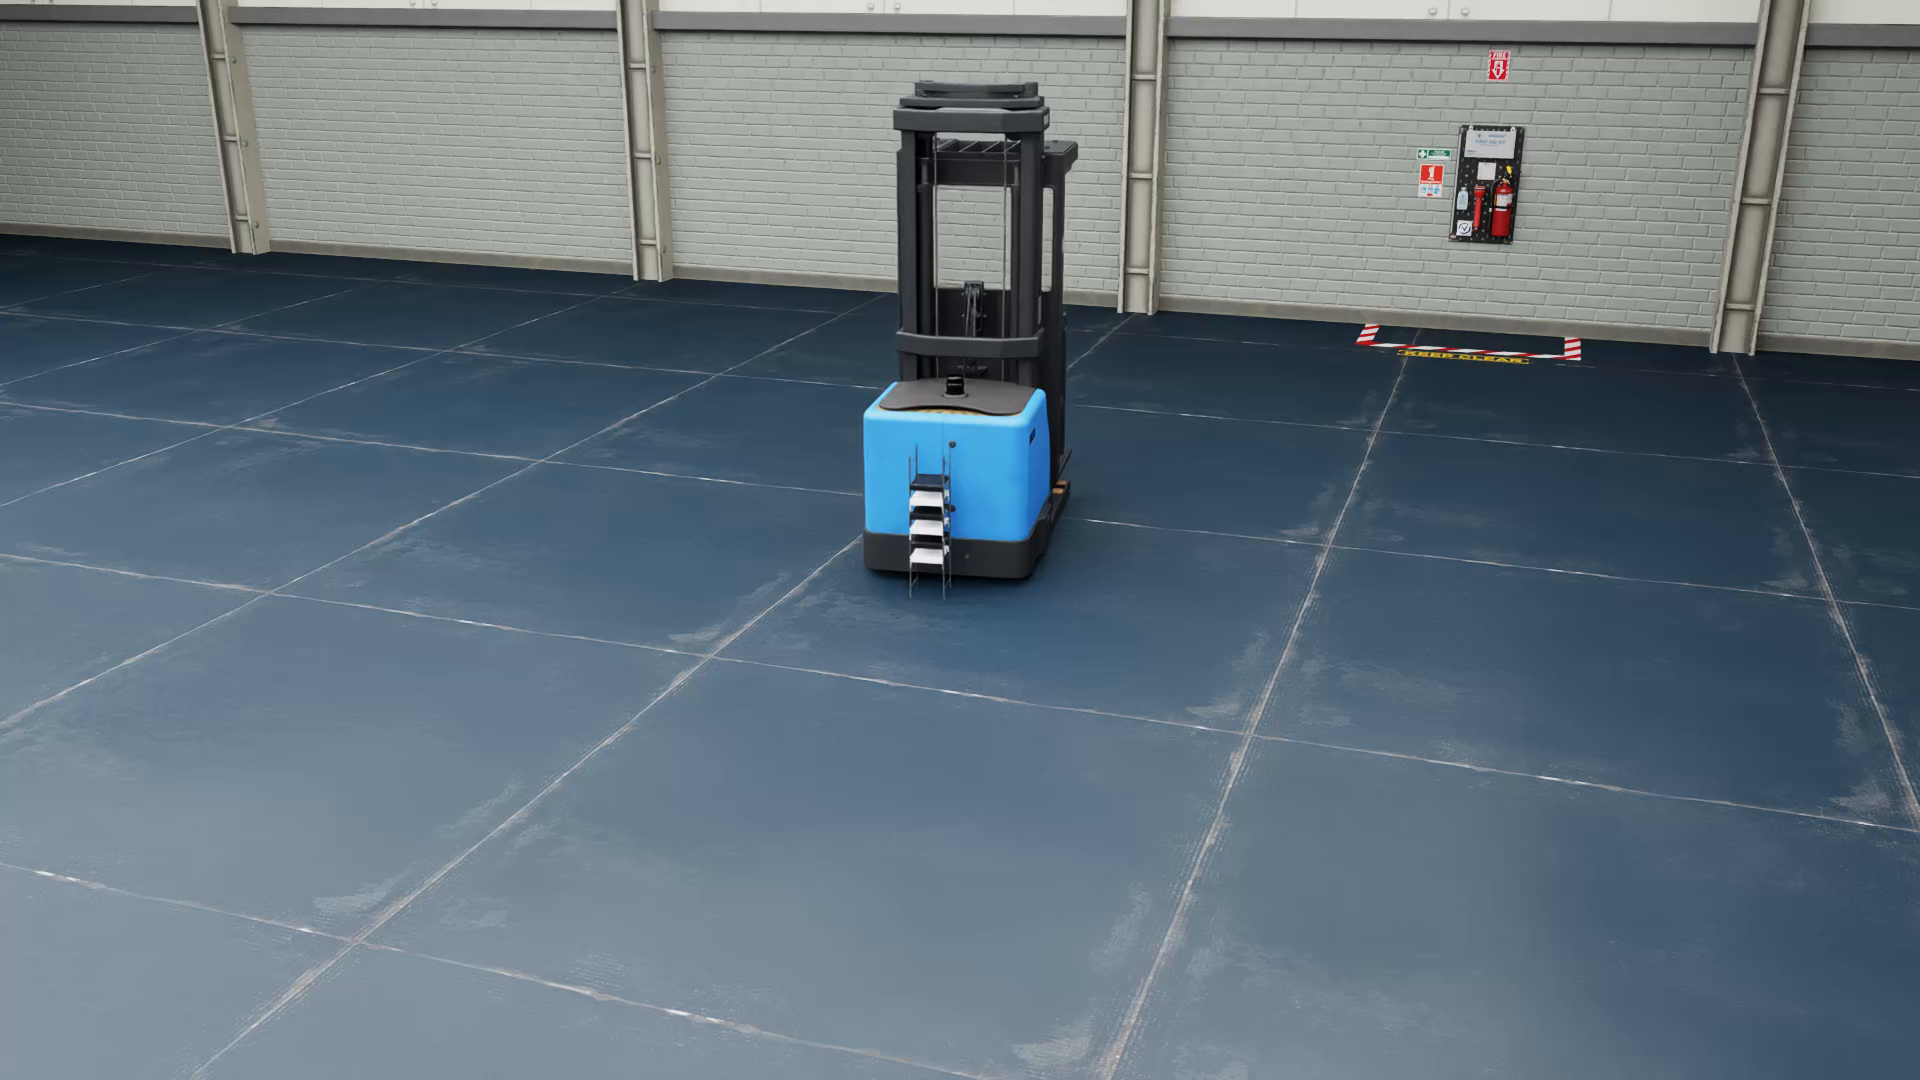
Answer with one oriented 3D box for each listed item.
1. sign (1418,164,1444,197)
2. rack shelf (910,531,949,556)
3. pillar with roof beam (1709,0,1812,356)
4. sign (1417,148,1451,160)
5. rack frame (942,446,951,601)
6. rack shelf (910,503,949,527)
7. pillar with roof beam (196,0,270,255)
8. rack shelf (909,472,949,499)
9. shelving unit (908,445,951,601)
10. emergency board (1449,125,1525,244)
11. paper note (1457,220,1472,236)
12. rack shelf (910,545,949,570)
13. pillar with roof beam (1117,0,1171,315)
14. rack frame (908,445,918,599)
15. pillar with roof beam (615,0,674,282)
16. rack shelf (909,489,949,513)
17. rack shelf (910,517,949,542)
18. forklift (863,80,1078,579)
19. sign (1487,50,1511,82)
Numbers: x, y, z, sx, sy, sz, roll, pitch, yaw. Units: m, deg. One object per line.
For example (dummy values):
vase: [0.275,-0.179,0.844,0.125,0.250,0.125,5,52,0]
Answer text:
sign: [4.817,-3.675,17.007,0.234,0.329,0.001,7,20,18]
rack shelf: [-0.180,0.014,10.044,0.200,0.077,0.258,3,19,9]
pillar with roof beam: [6.215,-4.781,11.122,0.400,9.000,9.100,7,20,18]
sign: [4.819,-3.922,16.910,0.331,0.109,0.001,7,20,18]
rack frame: [-0.080,-0.097,9.987,0.006,0.900,0.240,3,19,9]
rack shelf: [-0.180,-0.156,9.985,0.200,0.077,0.258,3,19,9]
pillar with roof beam: [-10.788,-6.726,16.700,0.400,9.000,9.100,7,20,18]
rack shelf: [-0.180,-0.326,9.926,0.200,0.077,0.258,3,19,9]
shelving unit: [-0.180,-0.103,10.003,0.210,0.900,0.258,3,19,9]
emergency board: [5.306,-3.566,16.749,0.643,1.169,0.194,7,20,18]
paper note: [5.161,-3.191,17.010,0.142,0.148,0.016,7,20,18]
rack shelf: [-0.180,0.099,10.074,0.200,0.077,0.258,3,19,9]
pillar with roof beam: [0.547,-5.430,12.981,0.400,9.000,9.100,7,20,18]
rack frame: [-0.280,-0.108,10.020,0.006,0.900,0.240,3,19,9]
pillar with roof beam: [-5.121,-6.078,14.840,0.400,9.000,9.100,7,20,18]
rack shelf: [-0.180,-0.241,9.955,0.200,0.077,0.258,3,19,9]
rack shelf: [-0.180,-0.071,10.014,0.200,0.077,0.258,3,19,9]
forklift: [0.180,-1.595,11.199,1.130,2.935,3.031,4,20,10]
sign: [5.331,-4.692,16.459,0.199,0.298,0.001,7,20,18]
